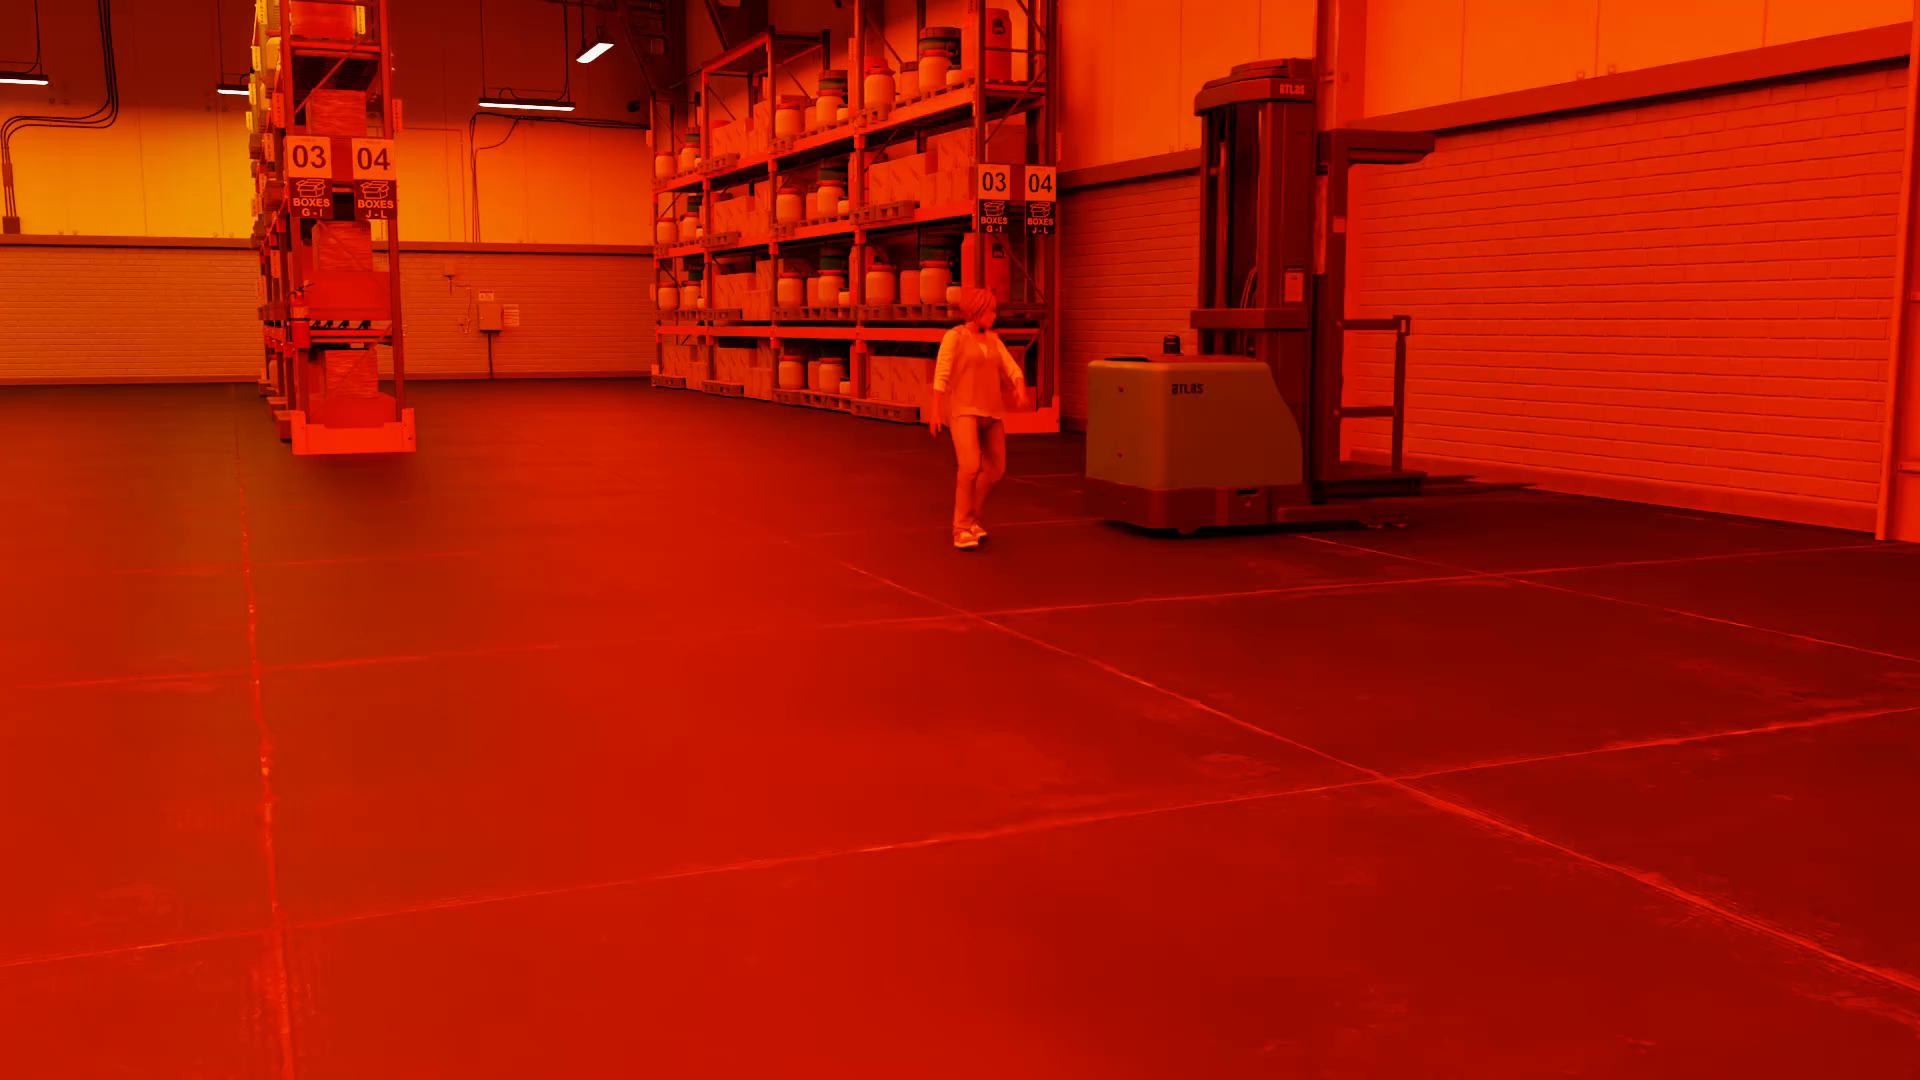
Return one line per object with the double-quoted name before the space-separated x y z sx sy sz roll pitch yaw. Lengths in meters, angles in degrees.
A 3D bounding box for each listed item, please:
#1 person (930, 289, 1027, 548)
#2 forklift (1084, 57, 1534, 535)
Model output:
"person" 0.075 -0.719 9.810 0.575 1.516 0.757 -7 10 -41
"forklift" 2.388 -1.582 10.940 3.031 2.935 1.130 -3 8 -21
